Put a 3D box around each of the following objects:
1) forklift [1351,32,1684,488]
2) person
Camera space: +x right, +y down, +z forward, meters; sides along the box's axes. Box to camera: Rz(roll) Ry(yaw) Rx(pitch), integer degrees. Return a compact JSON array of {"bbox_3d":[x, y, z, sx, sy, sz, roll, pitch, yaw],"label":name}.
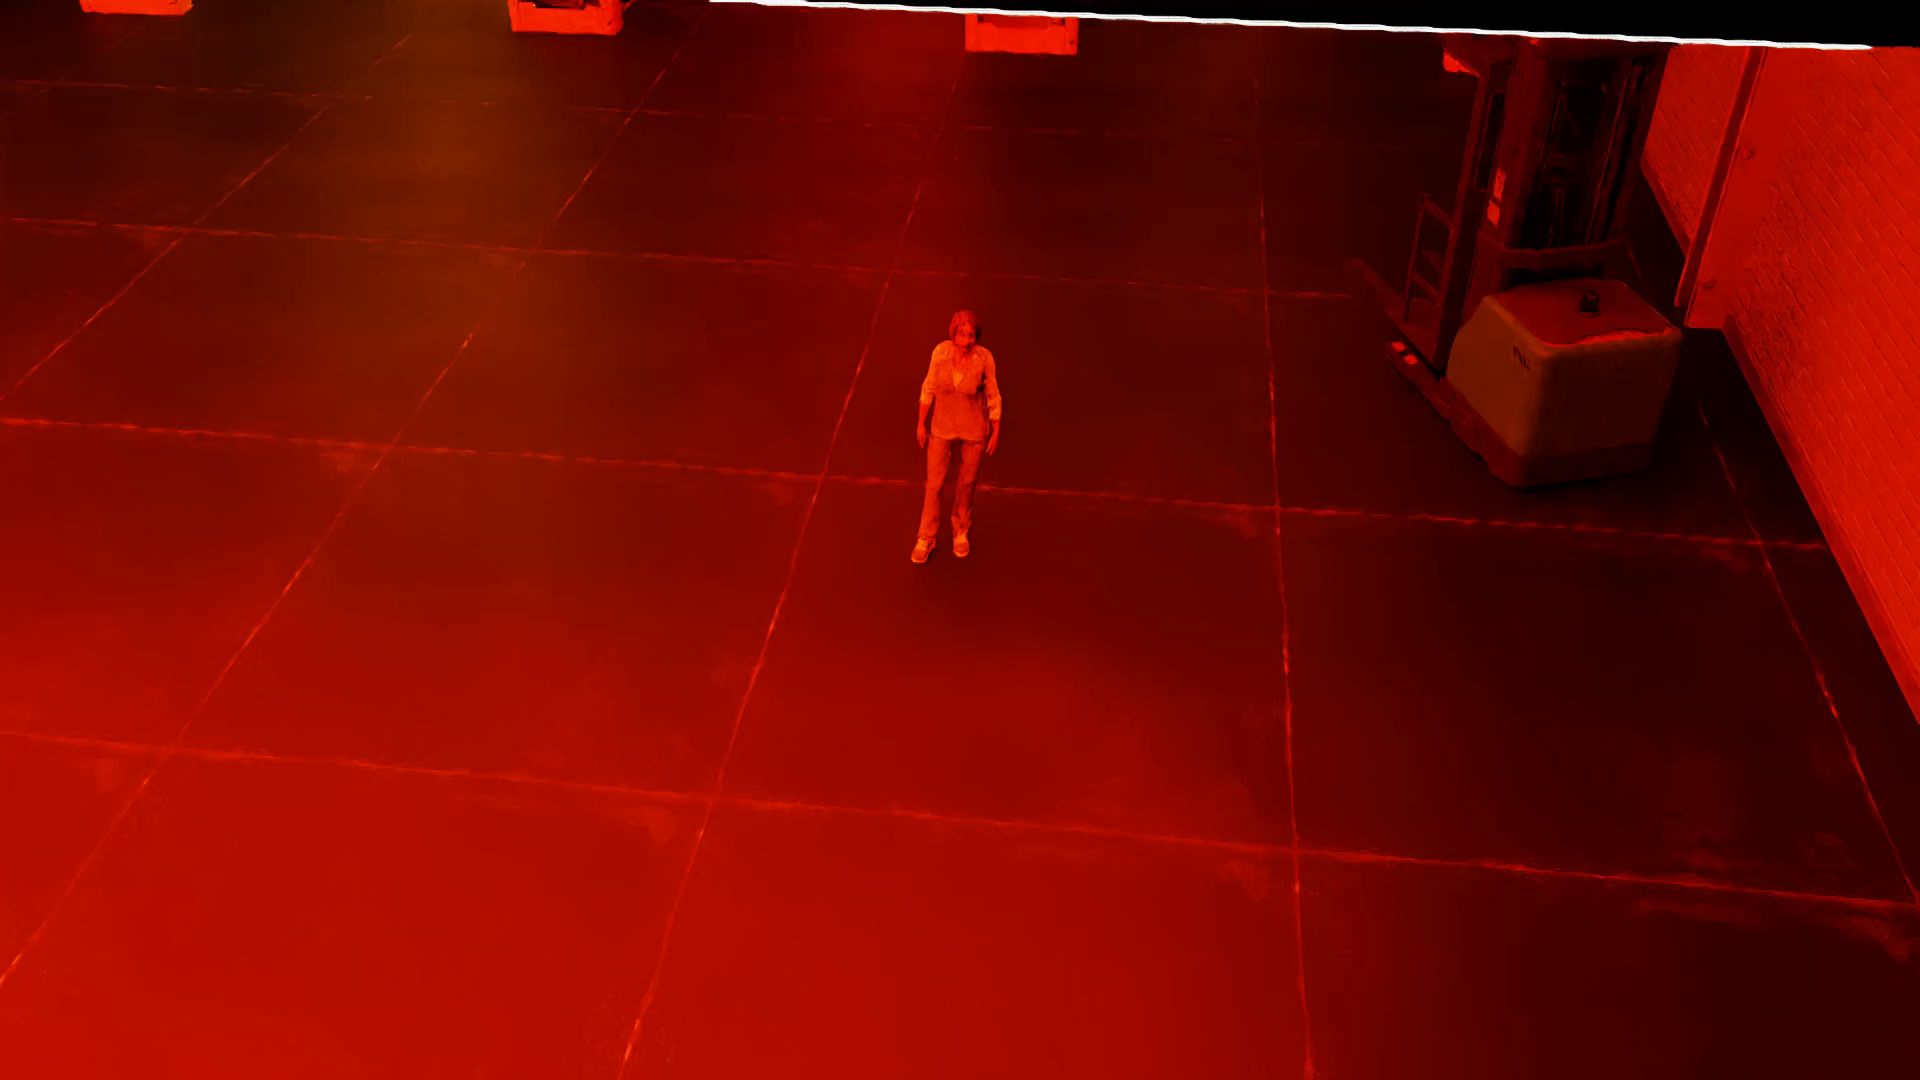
[{"bbox_3d":[3.757,-2.396,11.280,1.130,2.935,3.031,-8,37,-10],"label":"forklift"},{"bbox_3d":[-0.023,-0.606,9.964,0.521,1.597,0.474,4,37,6],"label":"person"}]
